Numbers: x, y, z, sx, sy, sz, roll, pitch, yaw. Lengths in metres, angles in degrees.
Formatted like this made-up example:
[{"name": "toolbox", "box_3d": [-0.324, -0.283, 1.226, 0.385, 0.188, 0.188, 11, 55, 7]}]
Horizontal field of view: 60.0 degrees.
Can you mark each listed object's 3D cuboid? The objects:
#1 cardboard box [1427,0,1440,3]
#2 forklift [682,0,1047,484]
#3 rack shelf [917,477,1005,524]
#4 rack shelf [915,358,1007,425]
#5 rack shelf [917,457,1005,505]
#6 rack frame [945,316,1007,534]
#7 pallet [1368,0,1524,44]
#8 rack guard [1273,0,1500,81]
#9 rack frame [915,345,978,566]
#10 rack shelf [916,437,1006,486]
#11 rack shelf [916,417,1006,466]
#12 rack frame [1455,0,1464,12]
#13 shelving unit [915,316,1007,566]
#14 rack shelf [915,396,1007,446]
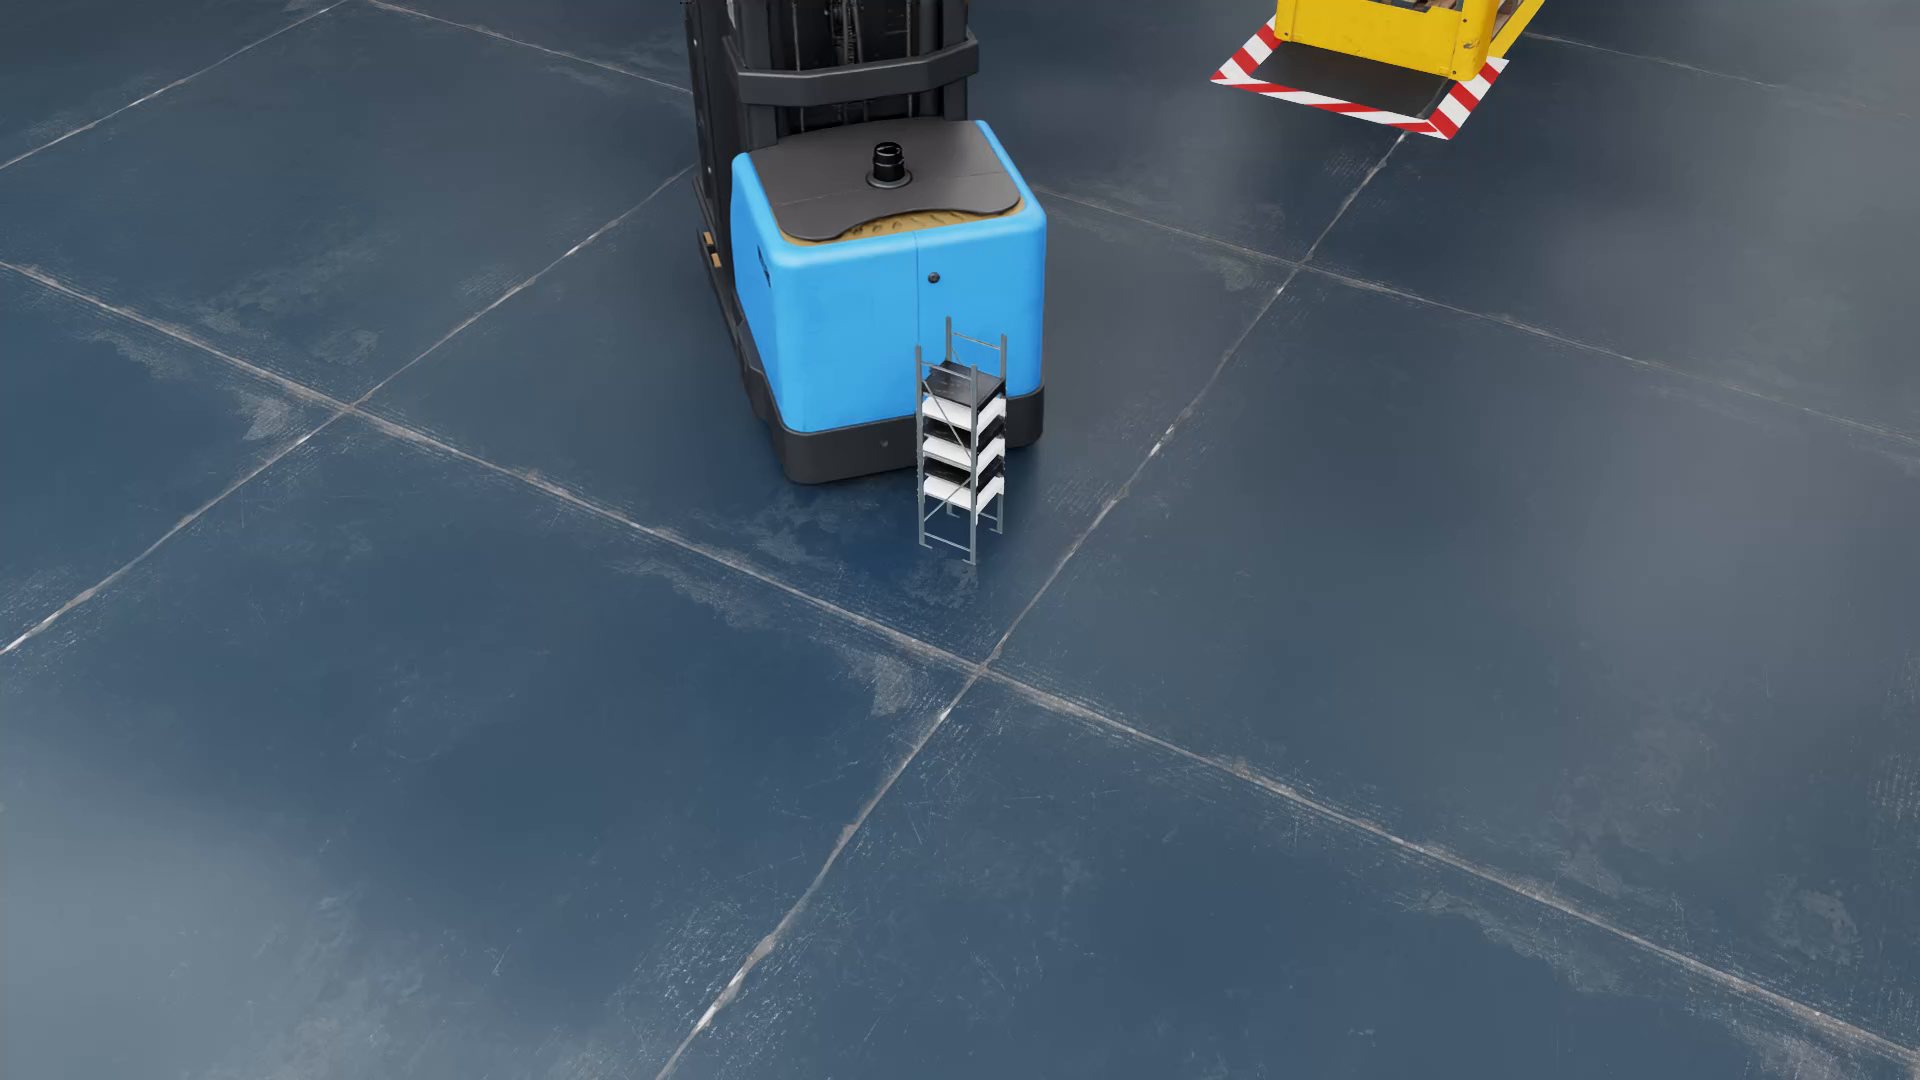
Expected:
[{"name": "cardboard box", "box_3d": [2.655, -3.439, 9.459, 0.500, 0.500, 0.500, 30, 49, 29]}, {"name": "forklift", "box_3d": [-0.576, -2.301, 6.645, 1.130, 2.935, 3.031, -11, 43, -12]}, {"name": "rack shelf", "box_3d": [0.004, -0.182, 6.099, 0.258, 0.077, 0.200, 21, 45, 22]}, {"name": "rack shelf", "box_3d": [0.004, -0.520, 5.801, 0.258, 0.077, 0.200, 21, 45, 22]}, {"name": "rack shelf", "box_3d": [0.004, -0.250, 6.039, 0.258, 0.077, 0.200, 21, 45, 22]}, {"name": "rack frame", "box_3d": [0.055, -0.401, 6.024, 0.240, 0.900, 0.006, 21, 45, 22]}, {"name": "pallet", "box_3d": [2.803, -3.318, 9.858, 1.003, 0.211, 1.213, 21, 45, 22]}, {"name": "rack guard", "box_3d": [2.366, -2.973, 9.248, 1.175, 0.500, 0.348, 21, 45, 22]}, {"name": "rack frame", "box_3d": [-0.047, -0.284, 5.892, 0.240, 0.900, 0.006, 21, 45, 22]}, {"name": "rack shelf", "box_3d": [0.004, -0.317, 5.980, 0.258, 0.077, 0.200, 21, 45, 22]}, {"name": "rack shelf", "box_3d": [0.004, -0.385, 5.920, 0.258, 0.077, 0.200, 21, 45, 22]}, {"name": "rack frame", "box_3d": [2.328, -3.868, 8.372, 1.000, 3.000, 0.127, 21, 45, 22]}, {"name": "shelving unit", "box_3d": [0.004, -0.342, 5.958, 0.258, 0.900, 0.210, 21, 45, 22]}, {"name": "rack shelf", "box_3d": [0.004, -0.452, 5.861, 0.258, 0.077, 0.200, 21, 45, 22]}]
